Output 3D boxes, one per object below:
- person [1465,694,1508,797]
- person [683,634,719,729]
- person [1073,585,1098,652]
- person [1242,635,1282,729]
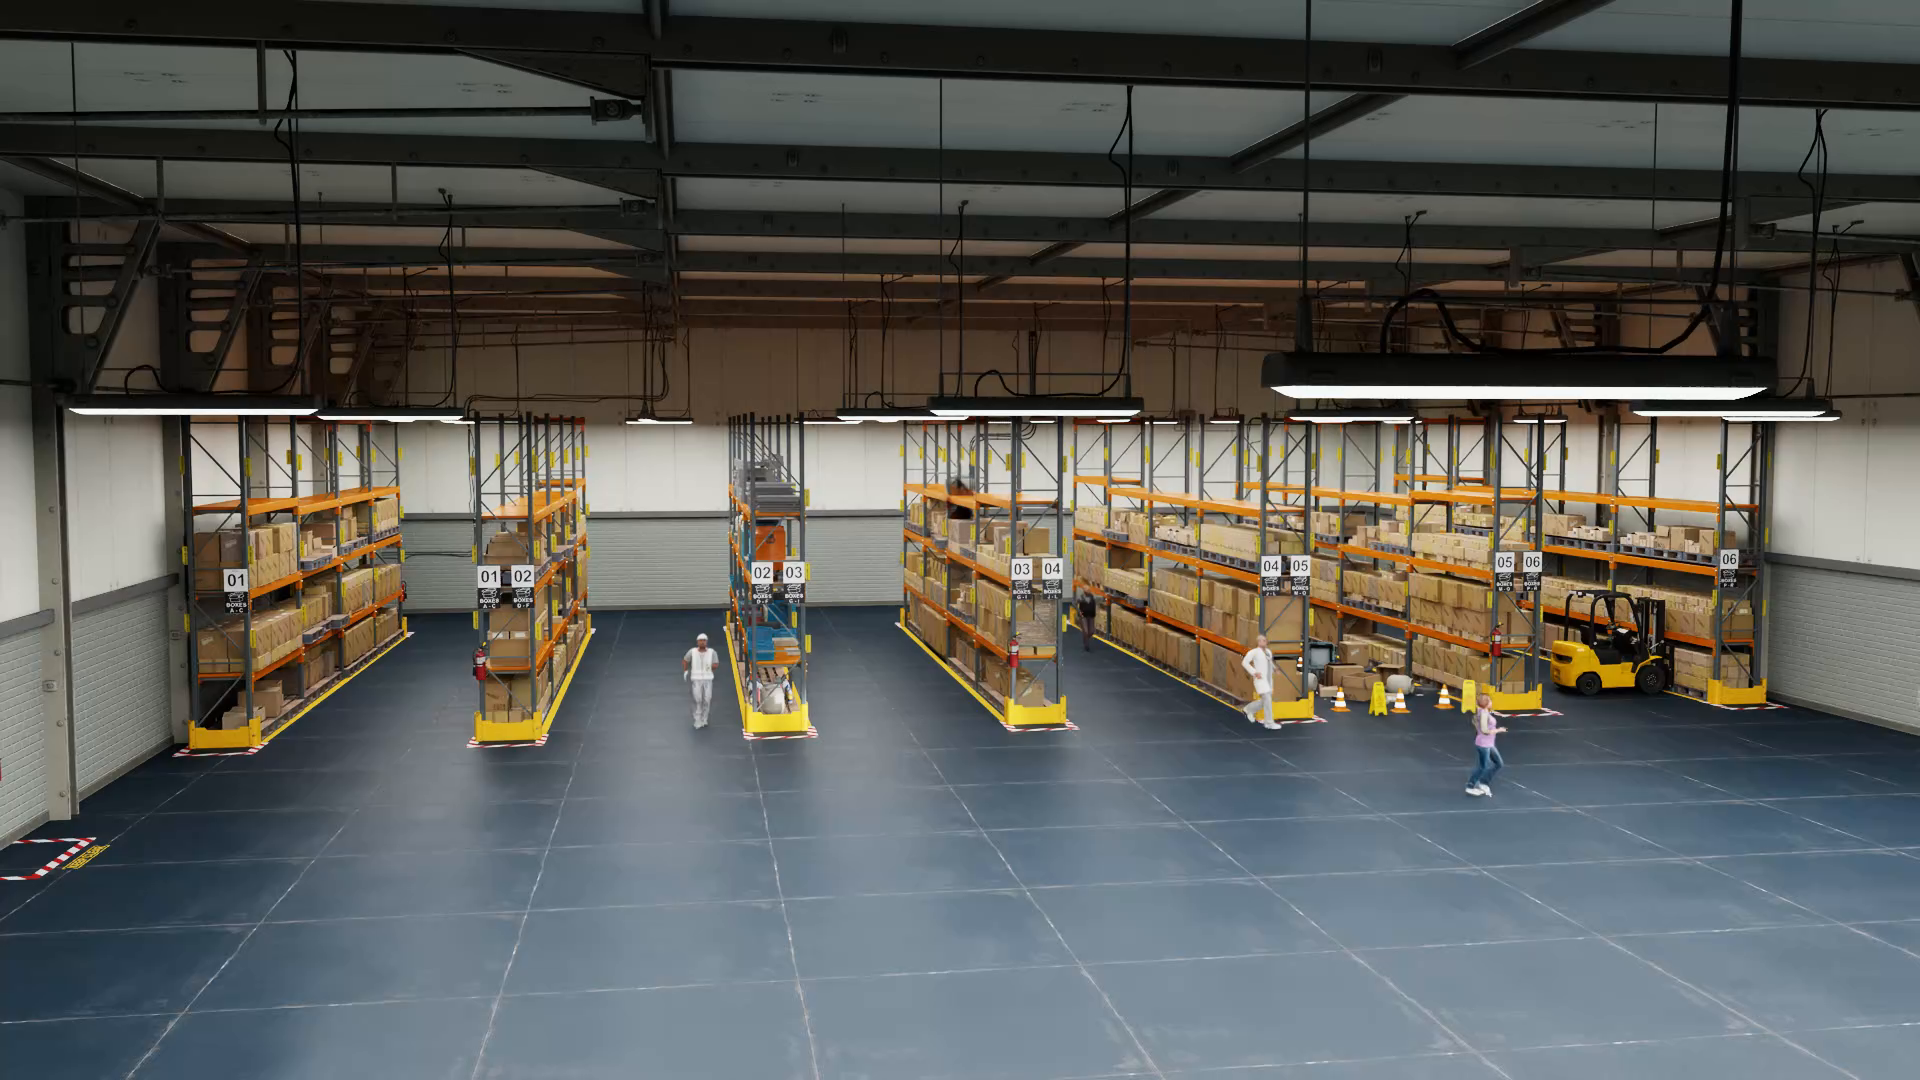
[{"bbox_3d":[8.136,3.182,25.668,0.625,1.604,0.515,2,4,25],"label":"person"},{"bbox_3d":[-4.918,2.691,31.682,0.659,1.790,0.659,-1,4,-15],"label":"person"},{"bbox_3d":[3.234,1.993,42.684,0.660,1.688,0.649,-1,4,-11],"label":"person"},{"bbox_3d":[5.744,2.684,31.604,0.732,1.746,0.950,-3,5,-41],"label":"person"}]
